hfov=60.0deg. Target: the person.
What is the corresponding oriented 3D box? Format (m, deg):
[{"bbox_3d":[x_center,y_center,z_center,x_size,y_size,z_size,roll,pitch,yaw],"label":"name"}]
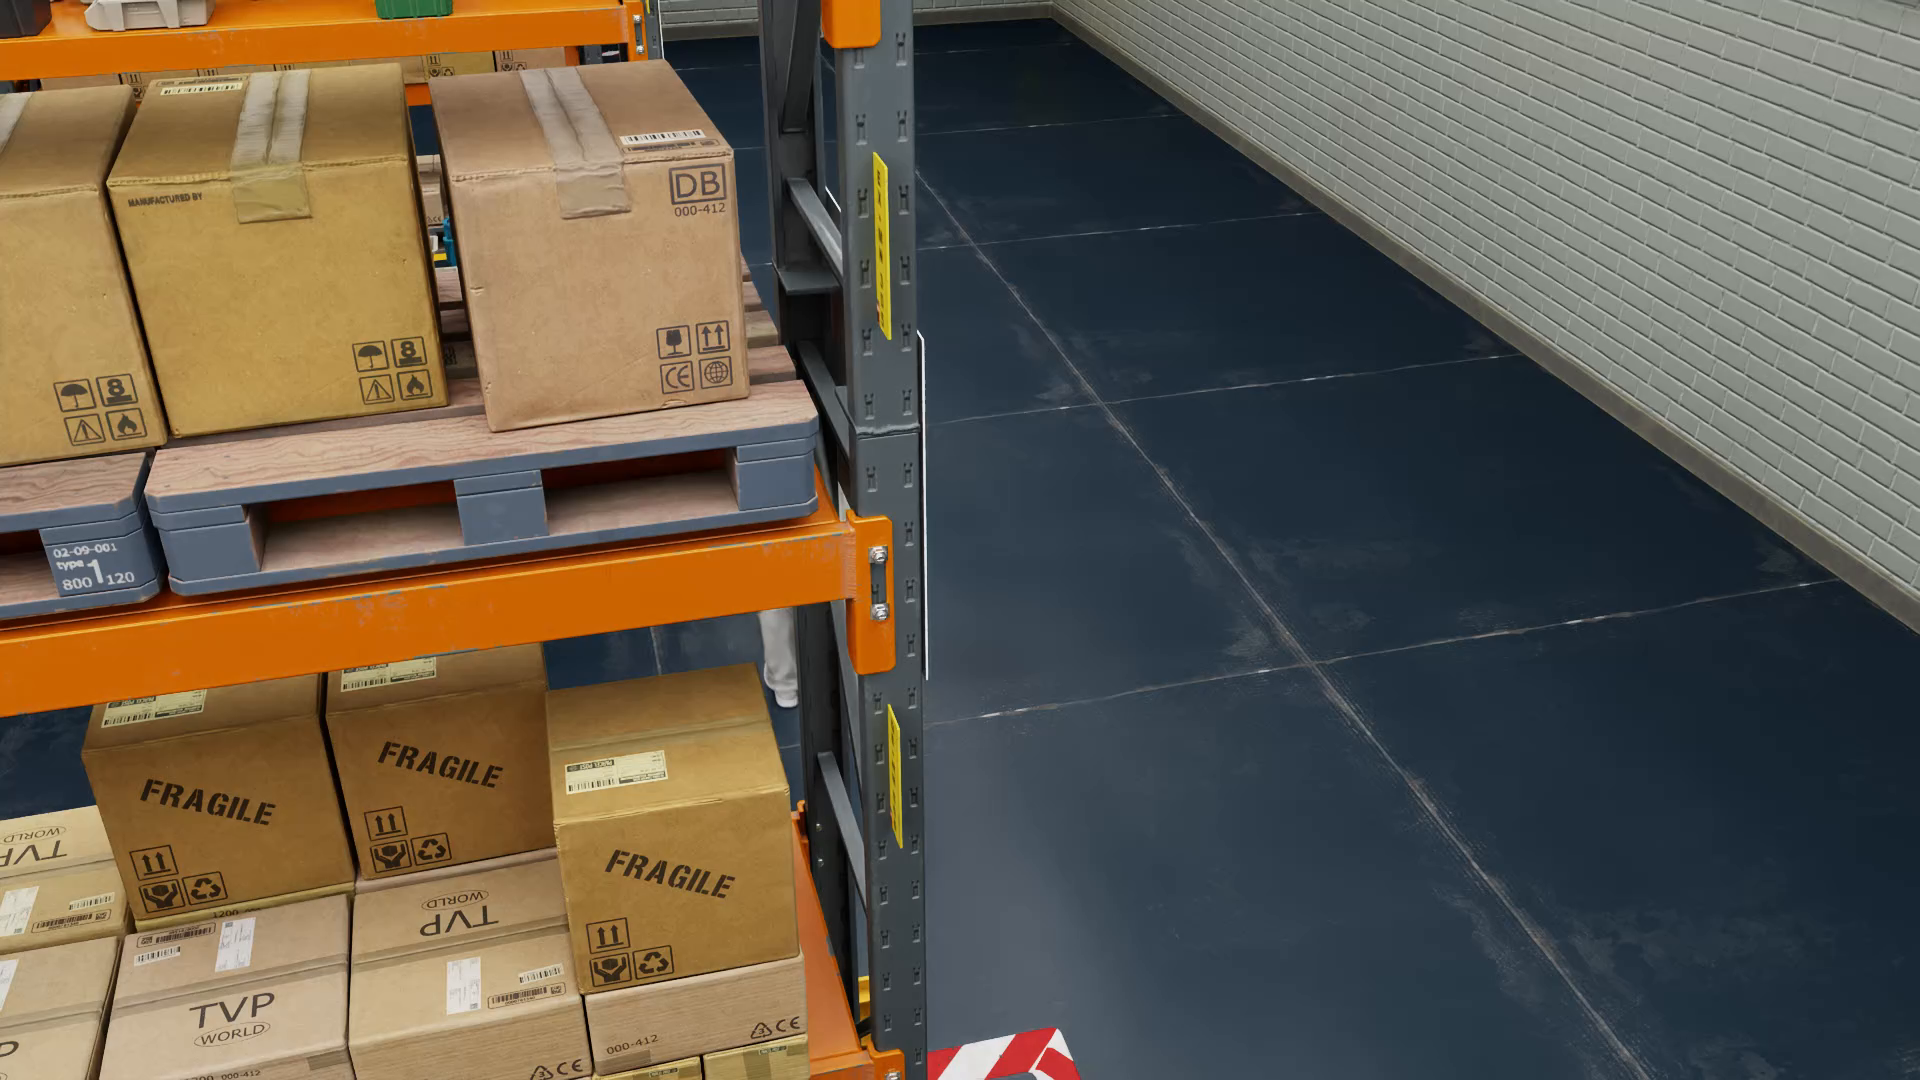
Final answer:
[{"bbox_3d":[-0.735,-0.074,7.318,0.579,1.747,0.395,-7,31,-12],"label":"person"}]
